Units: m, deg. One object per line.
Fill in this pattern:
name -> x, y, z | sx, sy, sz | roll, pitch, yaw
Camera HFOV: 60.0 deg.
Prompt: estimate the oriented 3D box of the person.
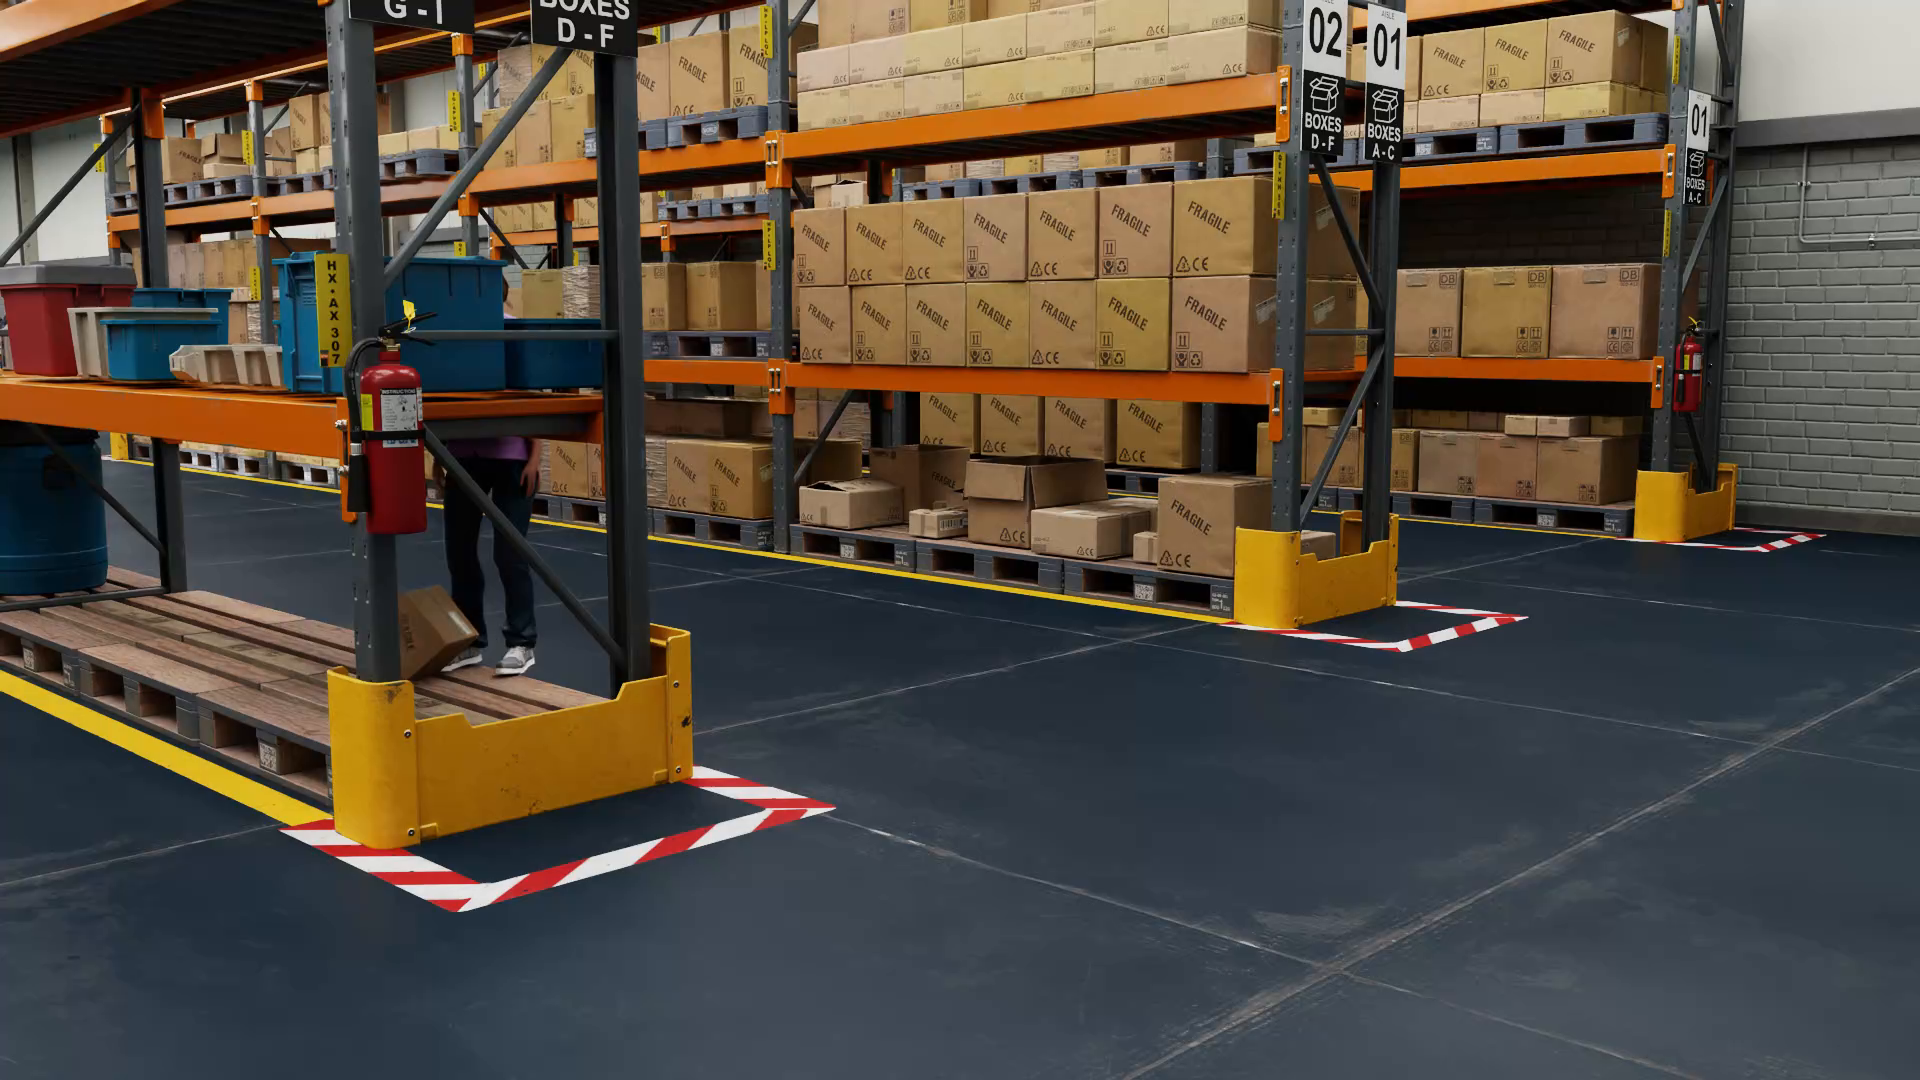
person -> -1.815, -0.284, 6.404 | 0.469, 1.590, 0.346 | 2, 7, 14
